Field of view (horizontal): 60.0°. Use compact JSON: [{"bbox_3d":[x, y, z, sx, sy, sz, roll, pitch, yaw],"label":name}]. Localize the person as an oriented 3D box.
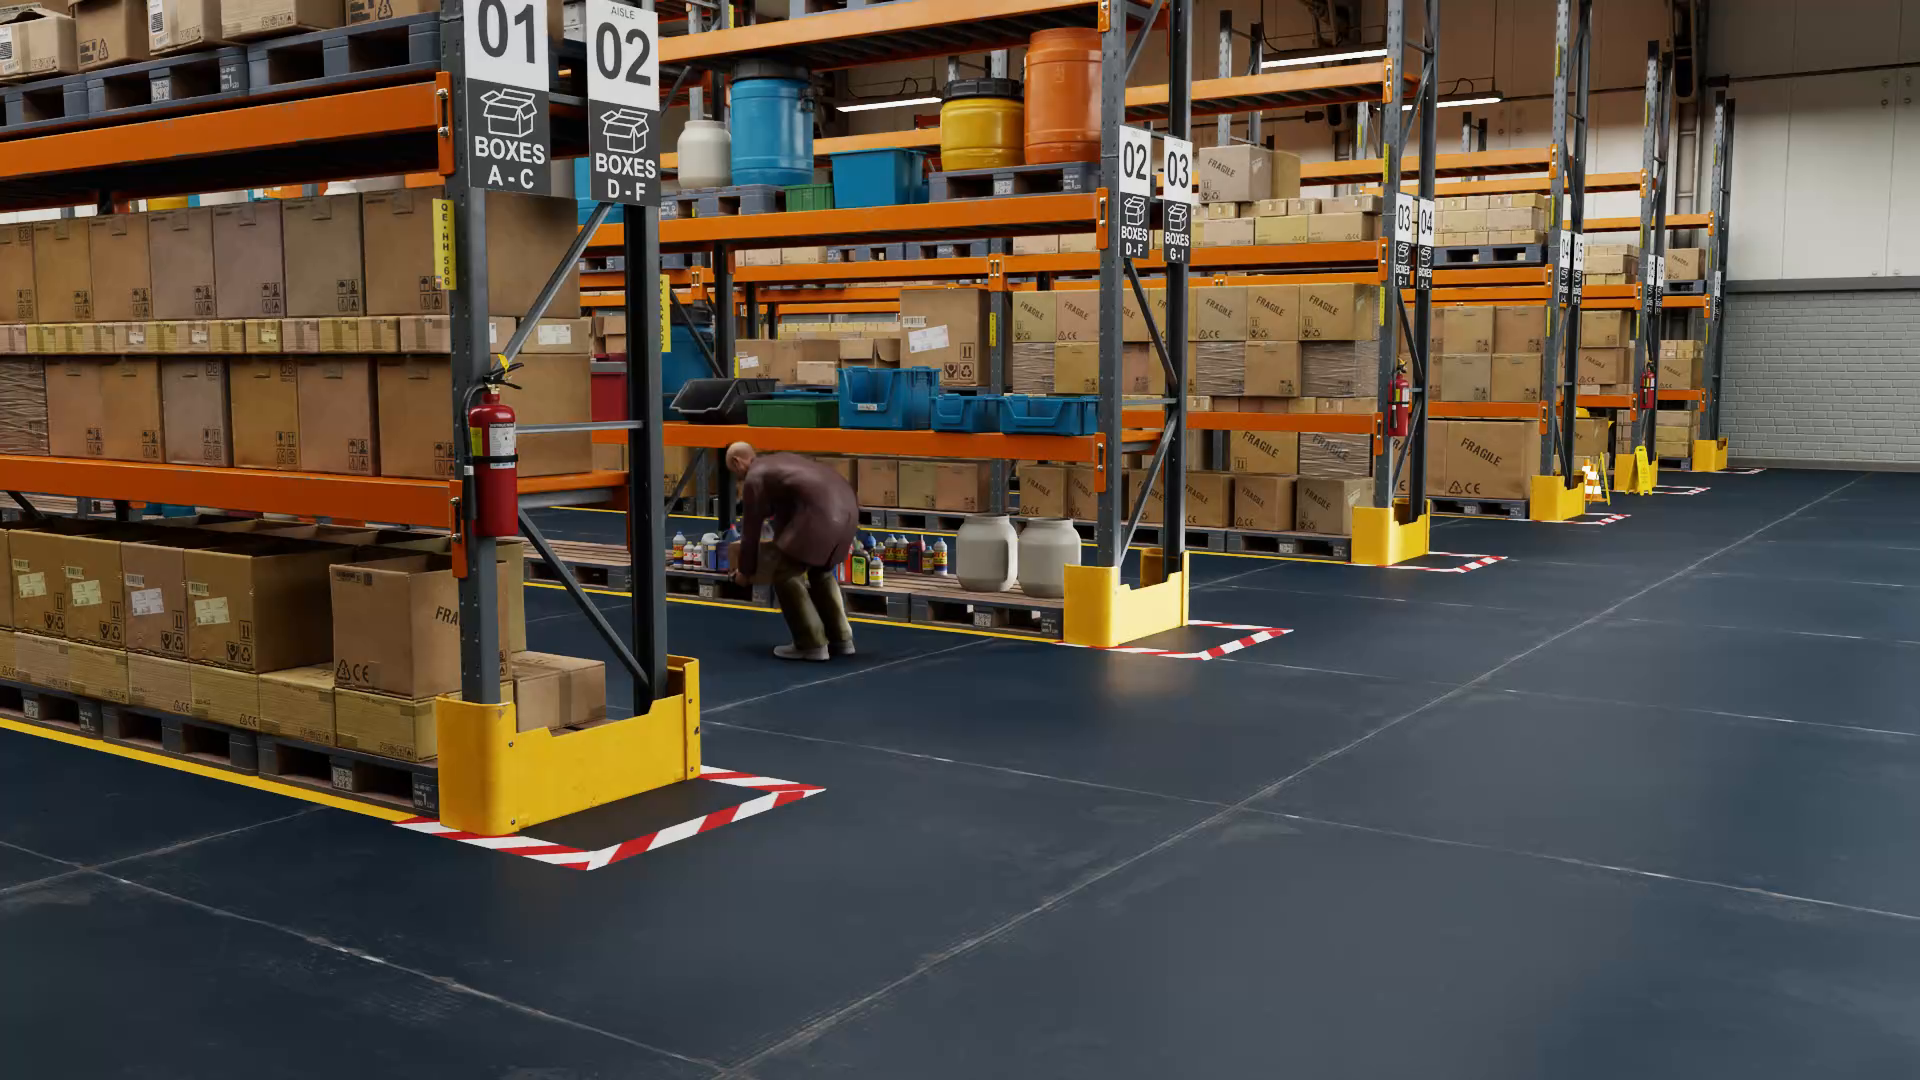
[{"bbox_3d":[-1.030,0.053,10.072,0.909,1.285,0.571,4,7,31],"label":"person"}]
